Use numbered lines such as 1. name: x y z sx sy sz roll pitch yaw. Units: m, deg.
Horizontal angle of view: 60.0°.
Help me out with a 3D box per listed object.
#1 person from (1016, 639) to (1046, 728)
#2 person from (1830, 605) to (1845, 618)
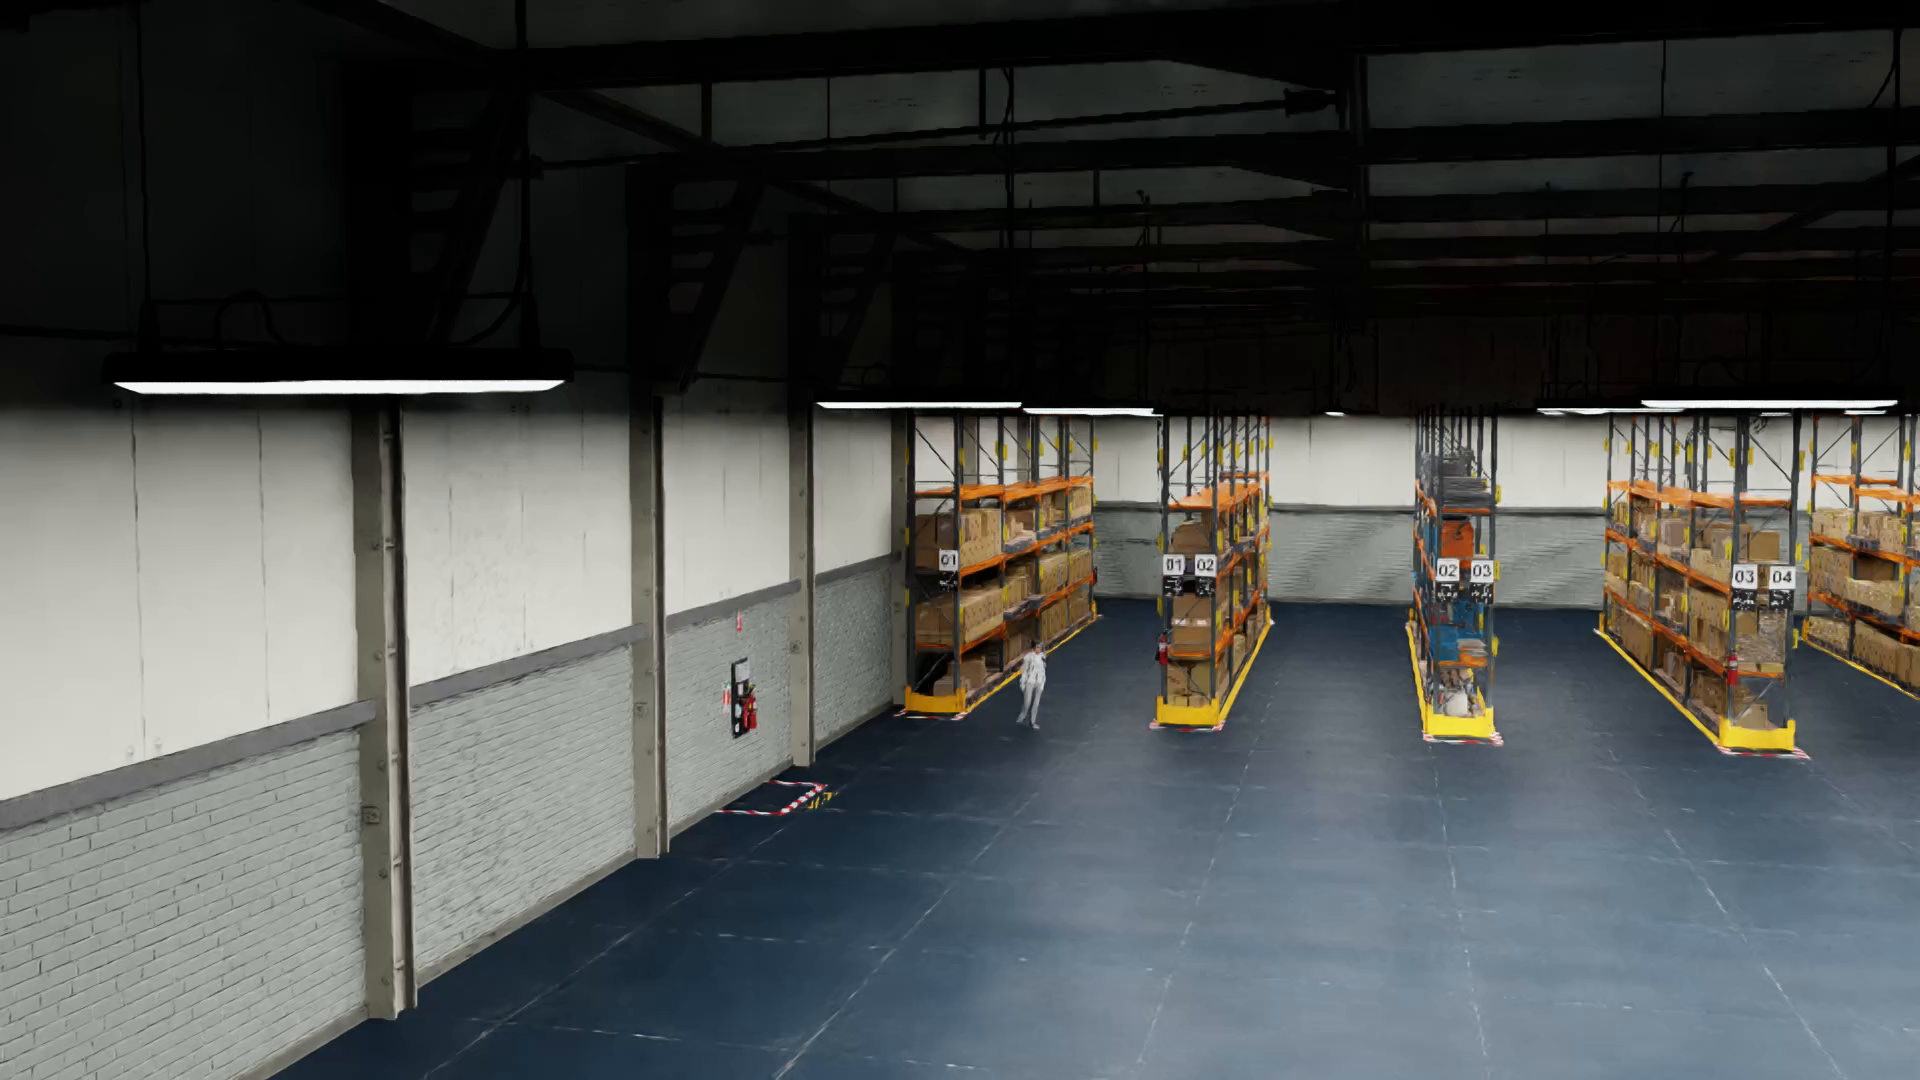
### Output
1. person: 1.337 2.646 30.865 0.538 1.670 0.517 -2 5 -23
2. person: 24.889 1.423 47.066 0.568 1.762 0.559 -3 5 -39
